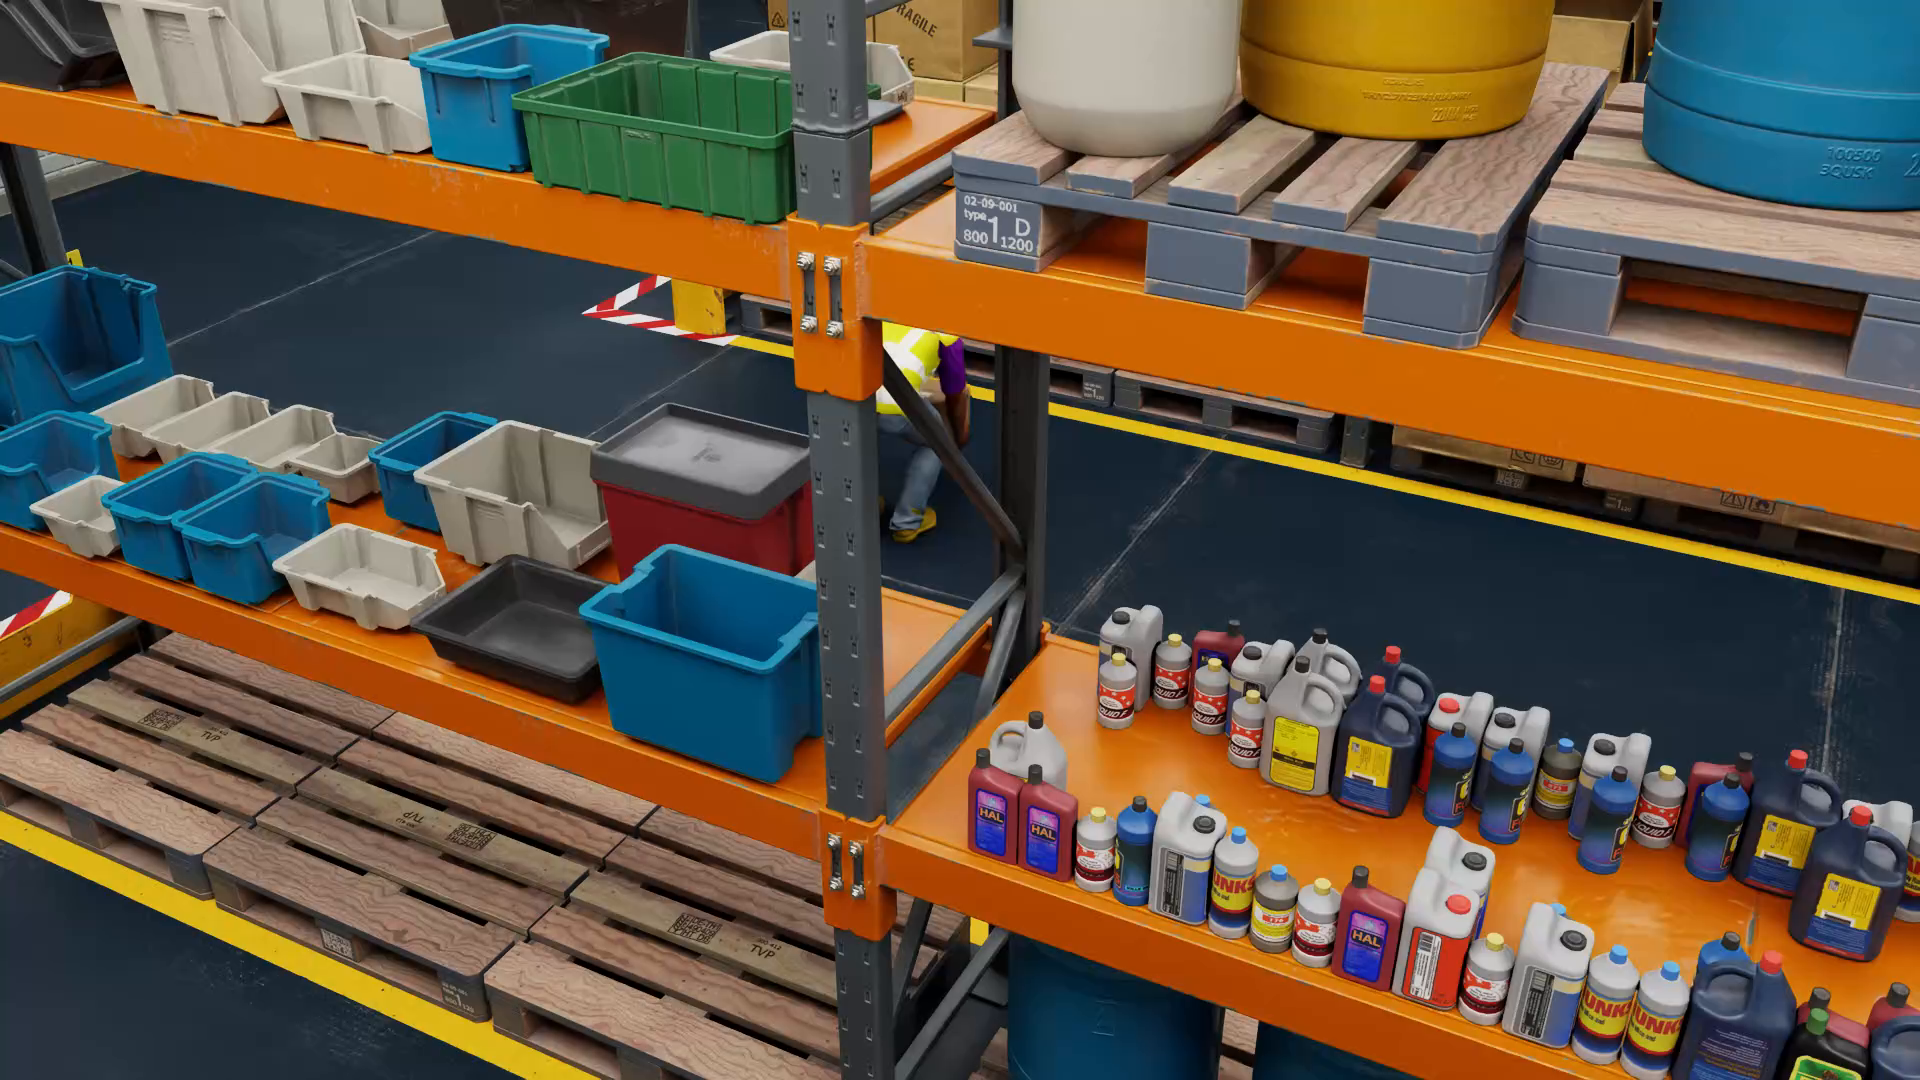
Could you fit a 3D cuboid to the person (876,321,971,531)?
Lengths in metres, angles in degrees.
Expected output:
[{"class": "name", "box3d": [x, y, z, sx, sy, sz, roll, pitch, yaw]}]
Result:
[{"class": "person", "box3d": [-0.270, -0.644, 7.867, 0.515, 1.001, 0.967, 13, 32, 21]}]
